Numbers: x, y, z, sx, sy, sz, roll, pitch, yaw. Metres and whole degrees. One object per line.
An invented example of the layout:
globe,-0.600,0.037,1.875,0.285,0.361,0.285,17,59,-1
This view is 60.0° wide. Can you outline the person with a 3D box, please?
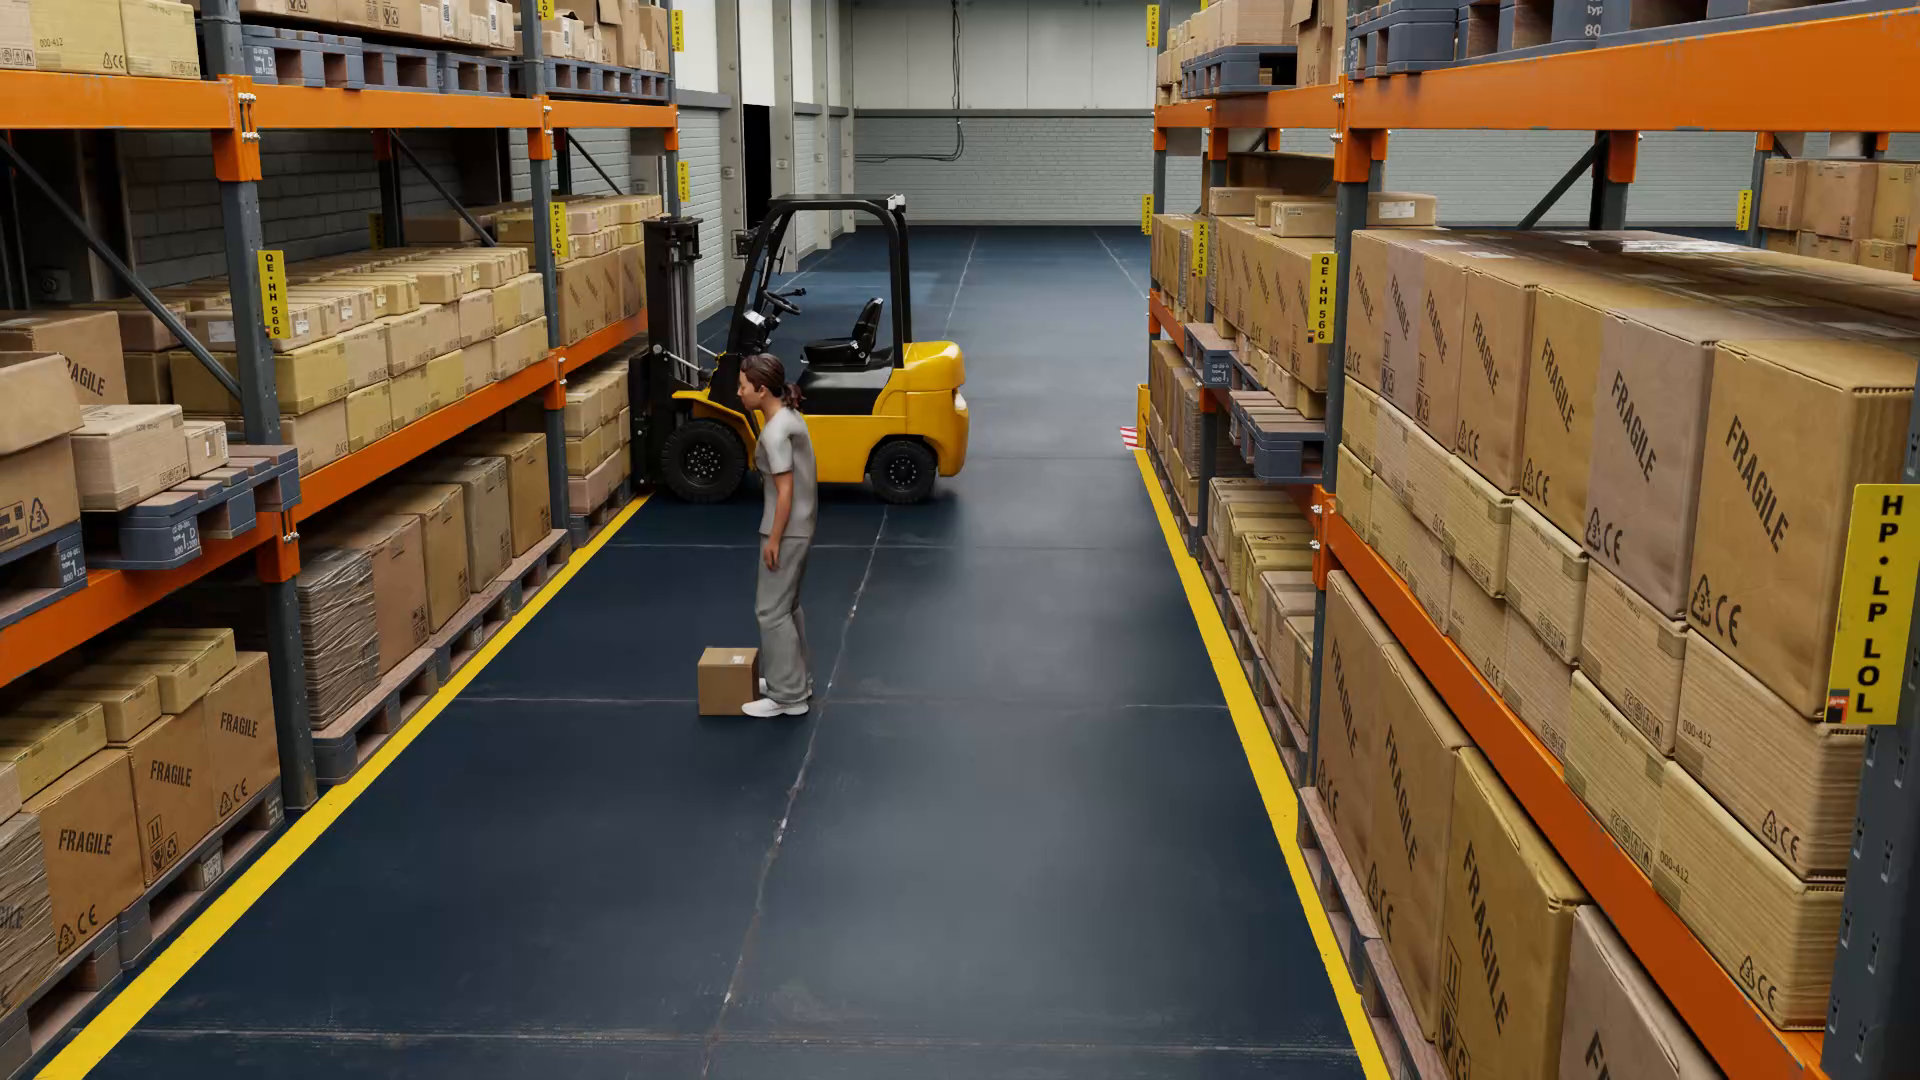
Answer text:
person,-0.831,-0.028,7.619,0.365,1.671,0.500,0,14,-1
